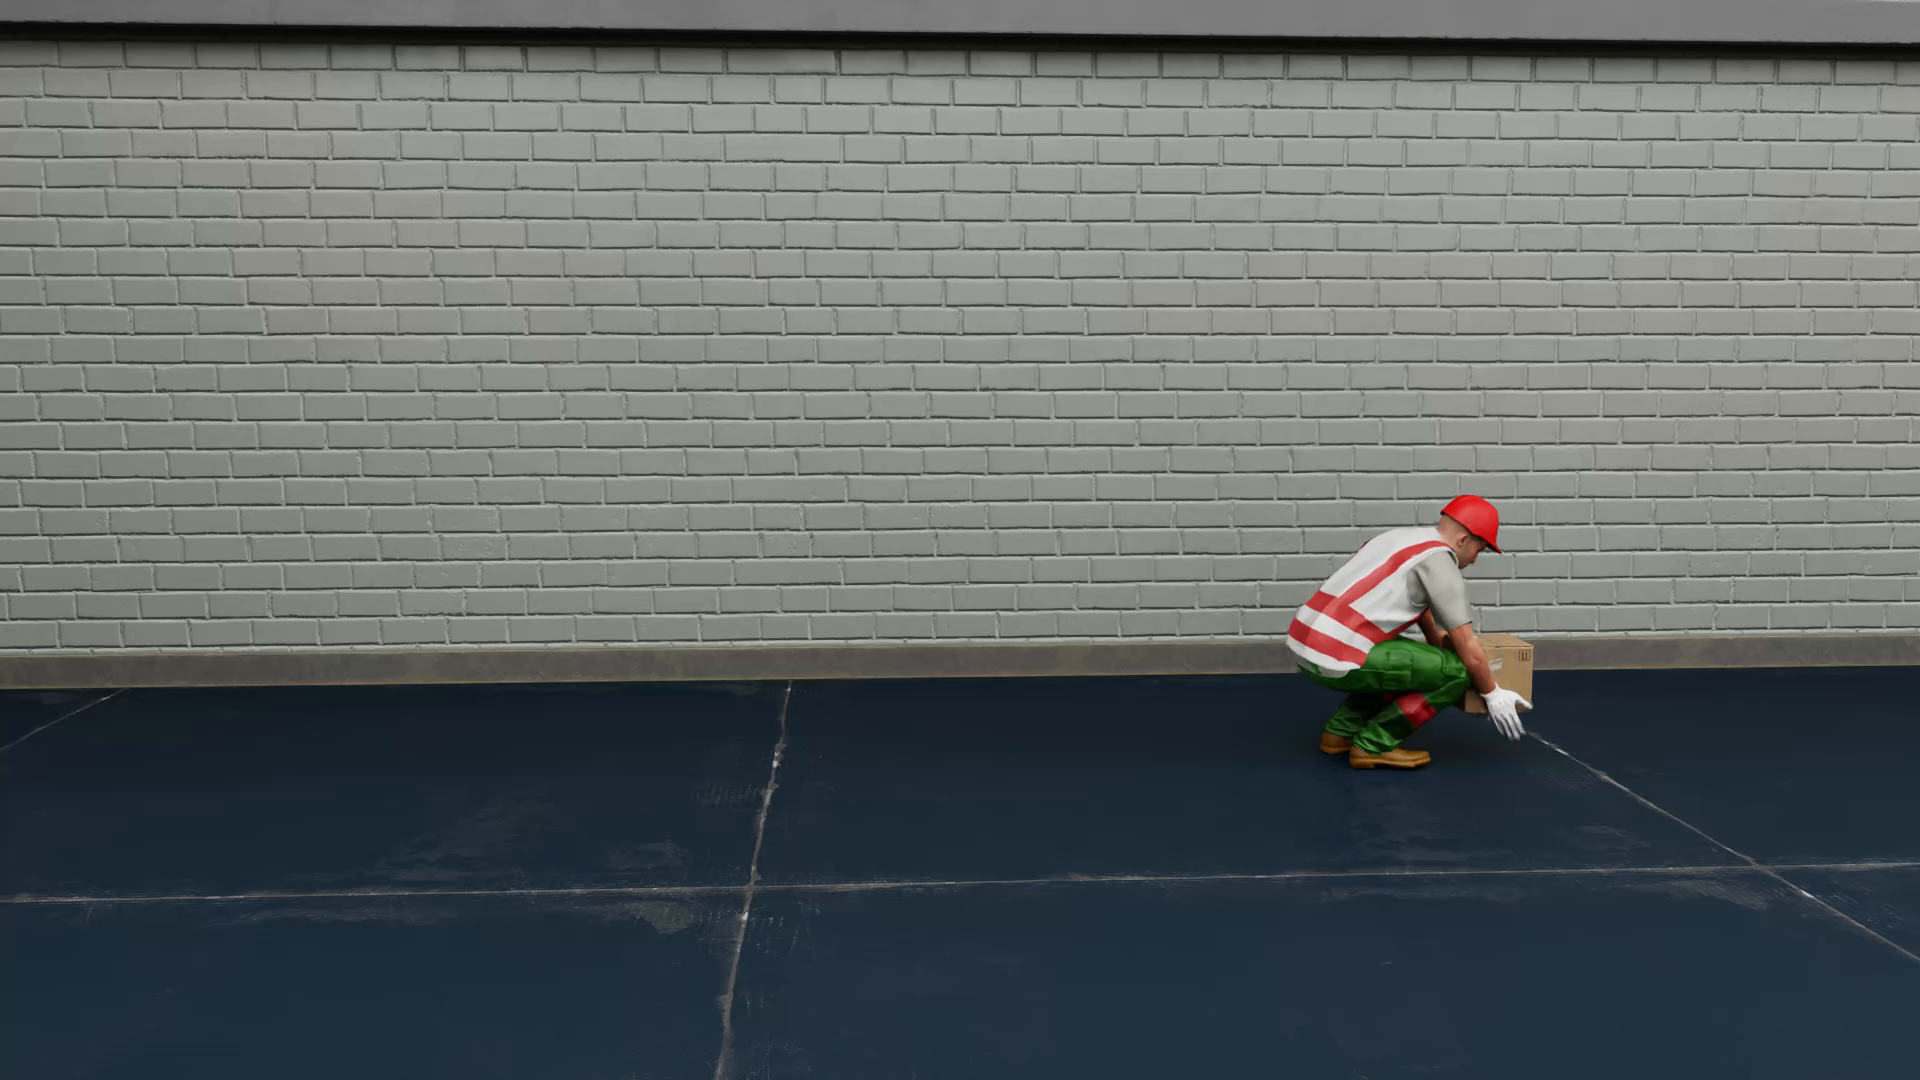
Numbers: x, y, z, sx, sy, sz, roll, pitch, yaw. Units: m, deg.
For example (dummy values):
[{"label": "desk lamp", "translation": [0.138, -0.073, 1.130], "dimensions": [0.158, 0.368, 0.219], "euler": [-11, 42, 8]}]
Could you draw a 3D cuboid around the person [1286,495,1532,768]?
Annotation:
[{"label": "person", "translation": [1.661, 0.335, 6.228], "dimensions": [0.865, 0.995, 0.549], "euler": [-1, 7, -4]}]
